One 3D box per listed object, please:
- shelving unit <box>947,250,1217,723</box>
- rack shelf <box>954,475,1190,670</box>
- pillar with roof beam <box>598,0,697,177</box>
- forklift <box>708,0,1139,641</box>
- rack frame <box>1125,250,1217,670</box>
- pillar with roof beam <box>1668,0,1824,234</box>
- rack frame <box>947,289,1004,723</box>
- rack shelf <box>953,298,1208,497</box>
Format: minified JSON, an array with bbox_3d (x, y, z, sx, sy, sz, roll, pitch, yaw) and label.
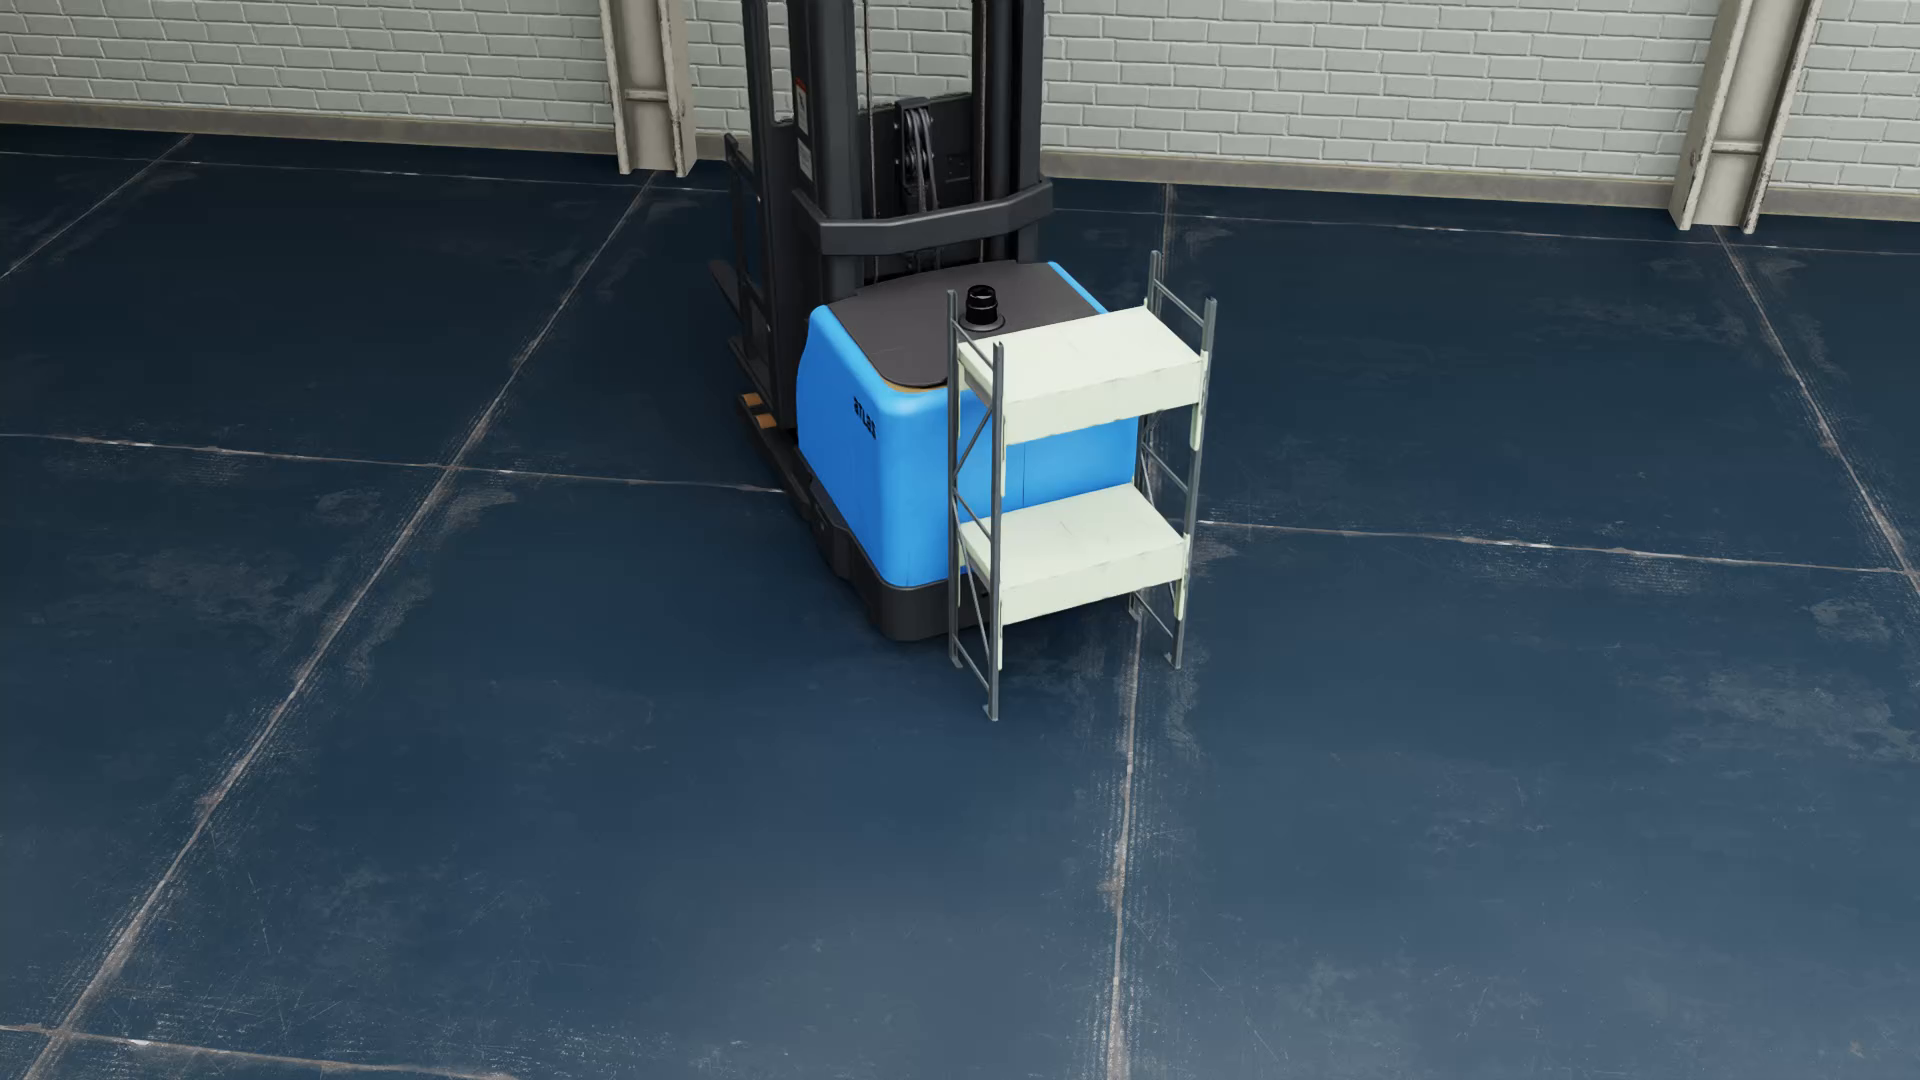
[{"bbox_3d":[0.383,-0.160,5.683,0.755,1.500,0.431,-14,38,-18],"label":"shelving unit"},{"bbox_3d":[0.383,0.106,5.872,0.720,0.370,0.431,-14,38,-18],"label":"rack shelf"},{"bbox_3d":[-2.332,-3.407,3.777,0.400,9.000,9.100,4,36,6],"label":"pillar with roof beam"},{"bbox_3d":[-0.359,-1.671,6.568,1.130,2.935,3.031,-14,38,-18],"label":"forklift"},{"bbox_3d":[0.720,-0.243,5.799,0.023,1.500,0.400,-14,38,-18],"label":"rack frame"},{"bbox_3d":[3.620,-2.963,3.155,0.400,9.000,9.100,4,36,6],"label":"pillar with roof beam"},{"bbox_3d":[0.045,-0.077,5.567,0.023,1.500,0.400,-14,38,-18],"label":"rack frame"},{"bbox_3d":[0.383,-0.477,5.456,0.720,0.370,0.431,-14,38,-18],"label":"rack shelf"}]
